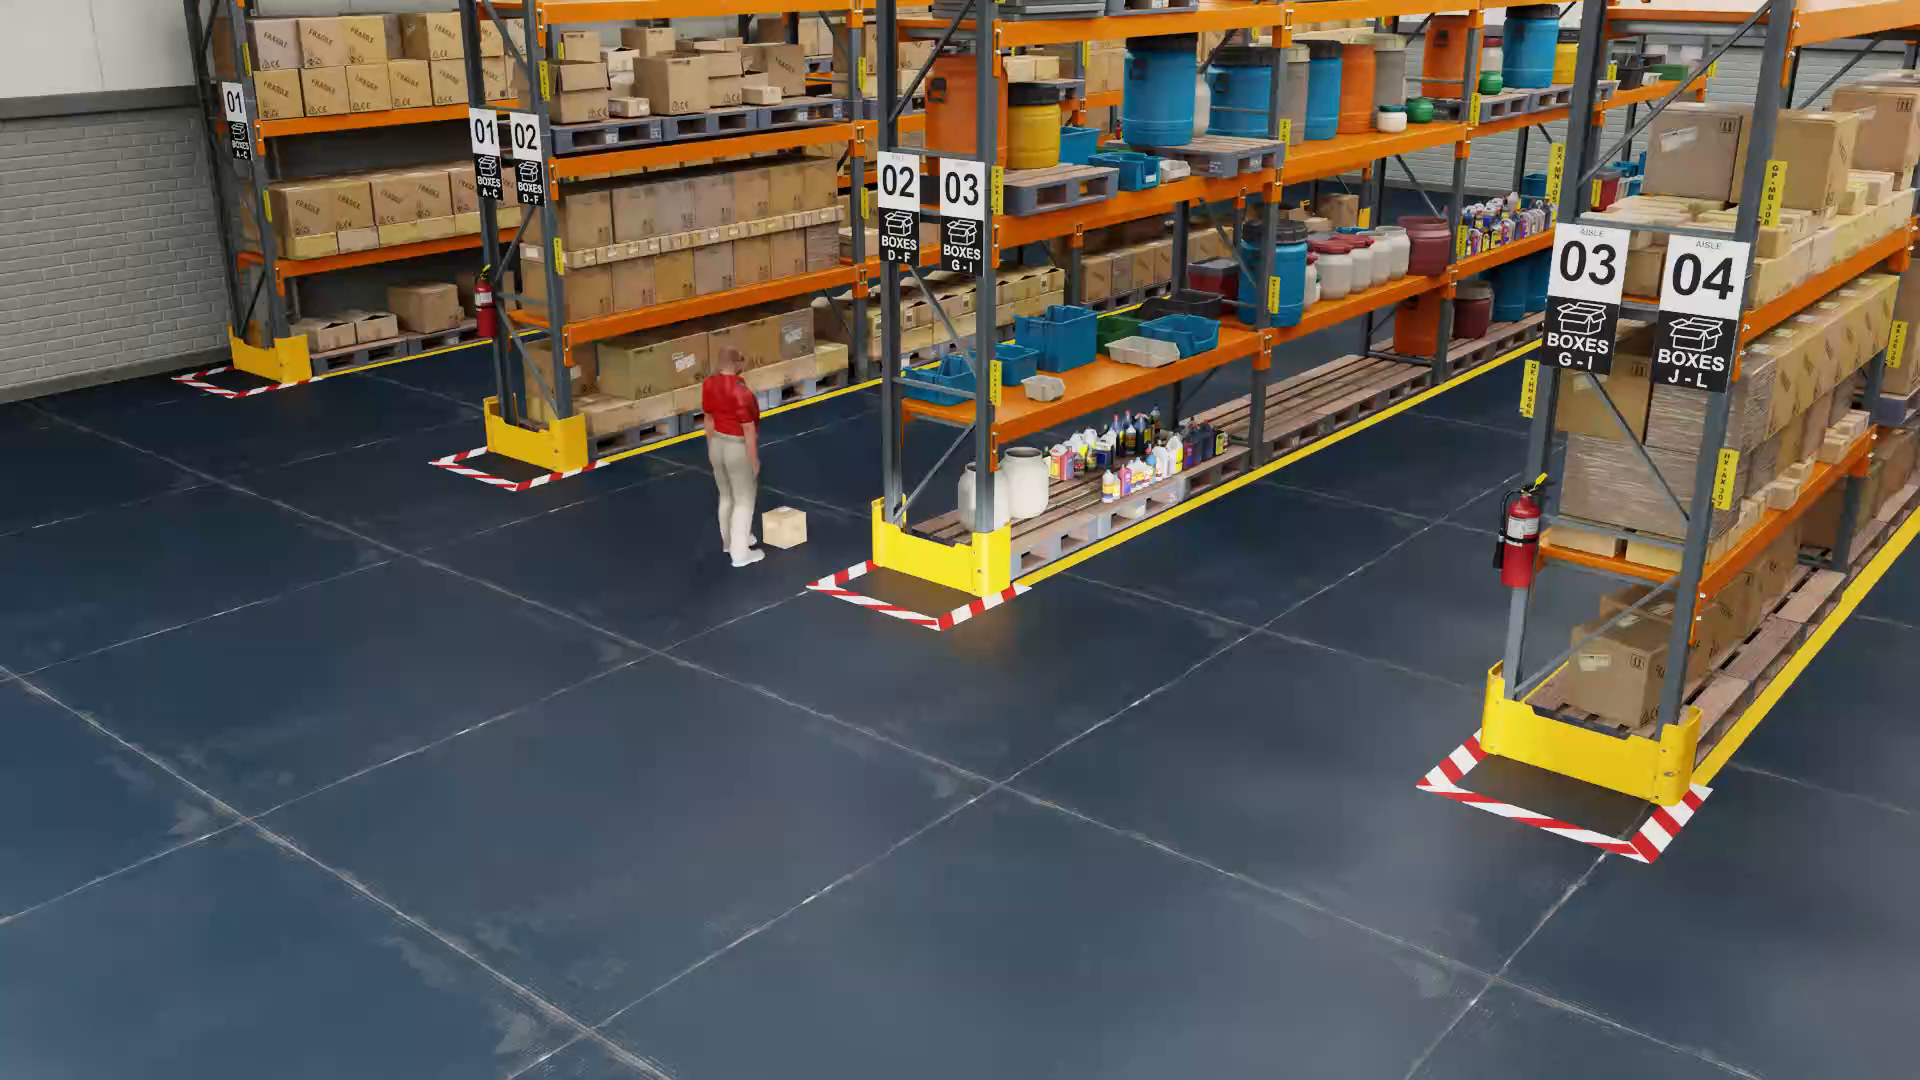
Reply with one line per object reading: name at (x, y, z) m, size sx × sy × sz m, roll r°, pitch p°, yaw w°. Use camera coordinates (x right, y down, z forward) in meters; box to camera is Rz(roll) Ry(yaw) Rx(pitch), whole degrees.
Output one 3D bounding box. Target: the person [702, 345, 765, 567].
person at (-1.710, -0.688, 12.975) m, size 0.533 × 1.724 × 0.494 m, roll 16°, pitch 26°, yaw 38°
